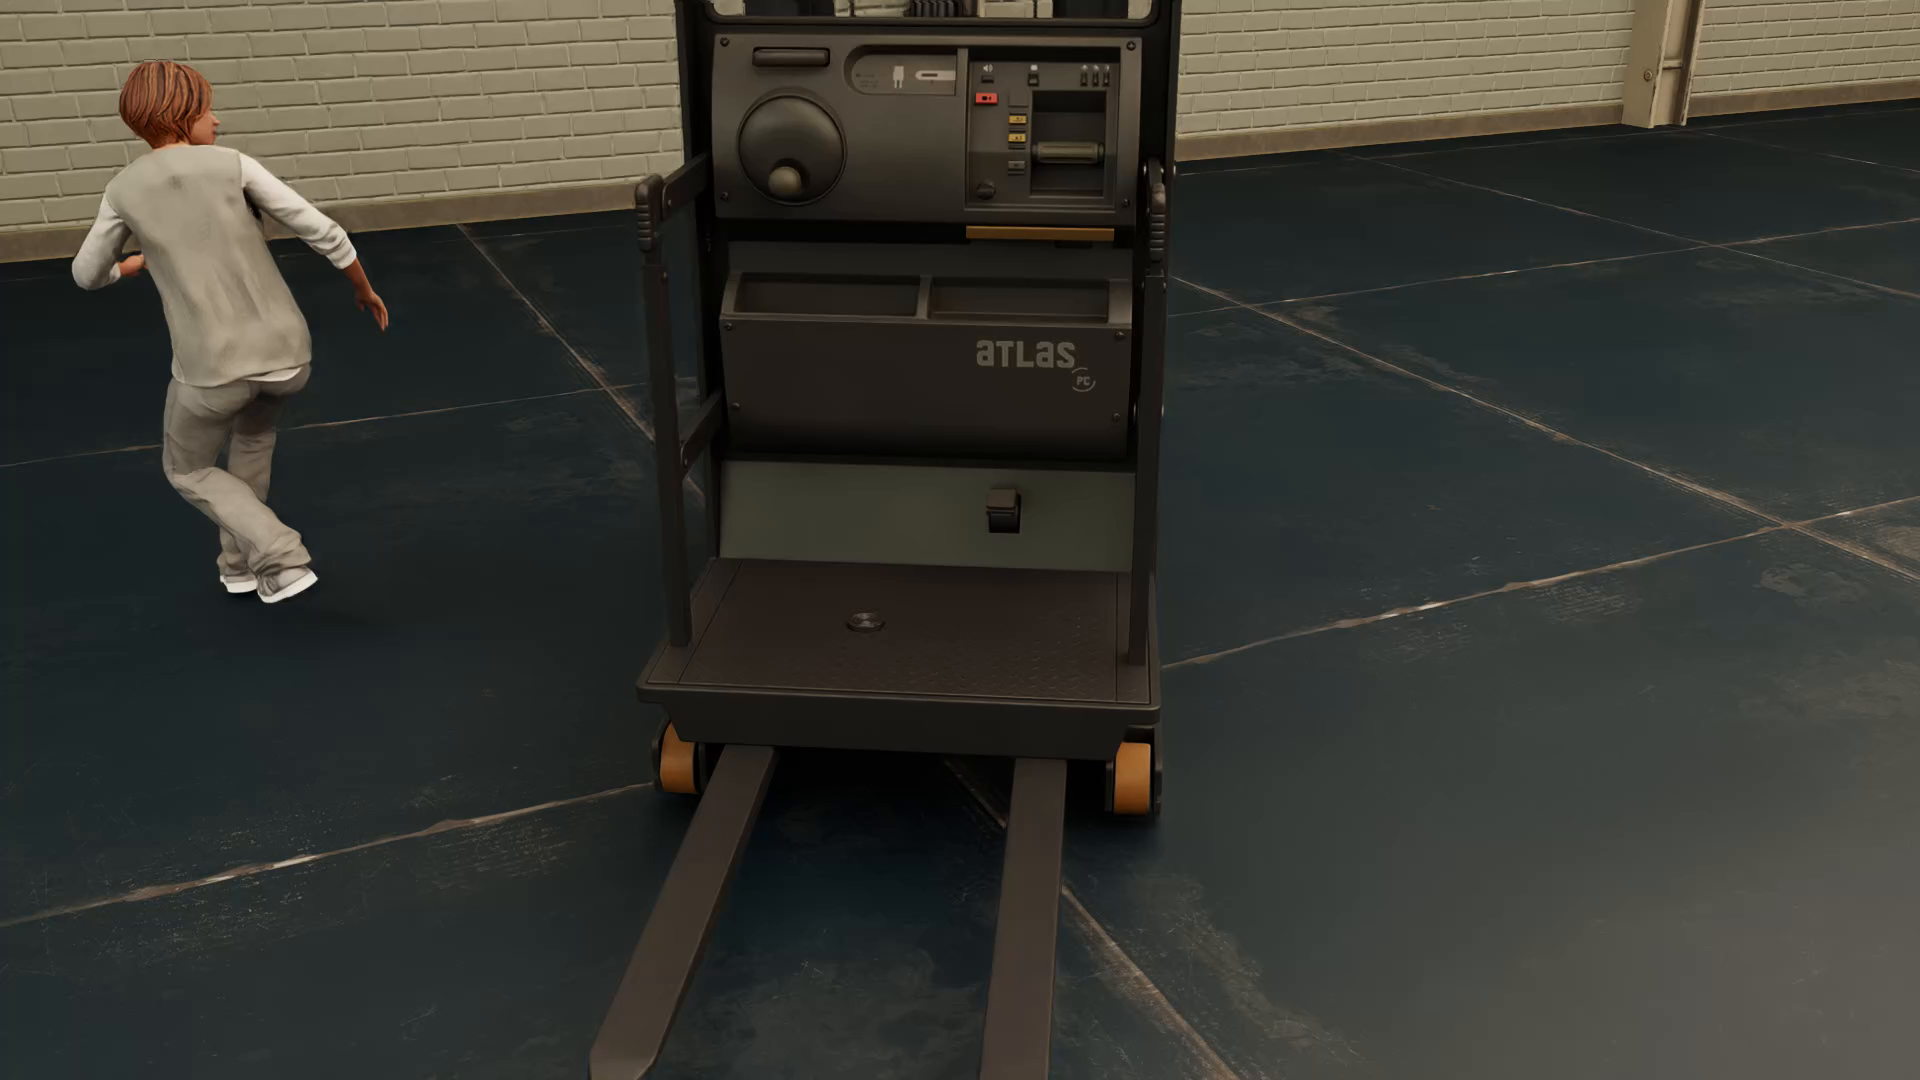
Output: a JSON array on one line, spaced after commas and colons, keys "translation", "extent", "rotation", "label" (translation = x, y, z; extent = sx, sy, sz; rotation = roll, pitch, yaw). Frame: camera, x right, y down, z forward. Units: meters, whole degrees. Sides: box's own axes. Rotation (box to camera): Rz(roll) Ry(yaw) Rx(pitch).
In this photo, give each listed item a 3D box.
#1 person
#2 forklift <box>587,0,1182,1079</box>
[{"translation": [-1.937, -0.541, 4.507], "extent": [0.745, 1.478, 0.770], "rotation": [-15, 27, -31], "label": "person"}, {"translation": [-0.093, -0.882, 3.409], "extent": [1.130, 2.935, 3.031], "rotation": [2, 23, 5], "label": "forklift"}]
